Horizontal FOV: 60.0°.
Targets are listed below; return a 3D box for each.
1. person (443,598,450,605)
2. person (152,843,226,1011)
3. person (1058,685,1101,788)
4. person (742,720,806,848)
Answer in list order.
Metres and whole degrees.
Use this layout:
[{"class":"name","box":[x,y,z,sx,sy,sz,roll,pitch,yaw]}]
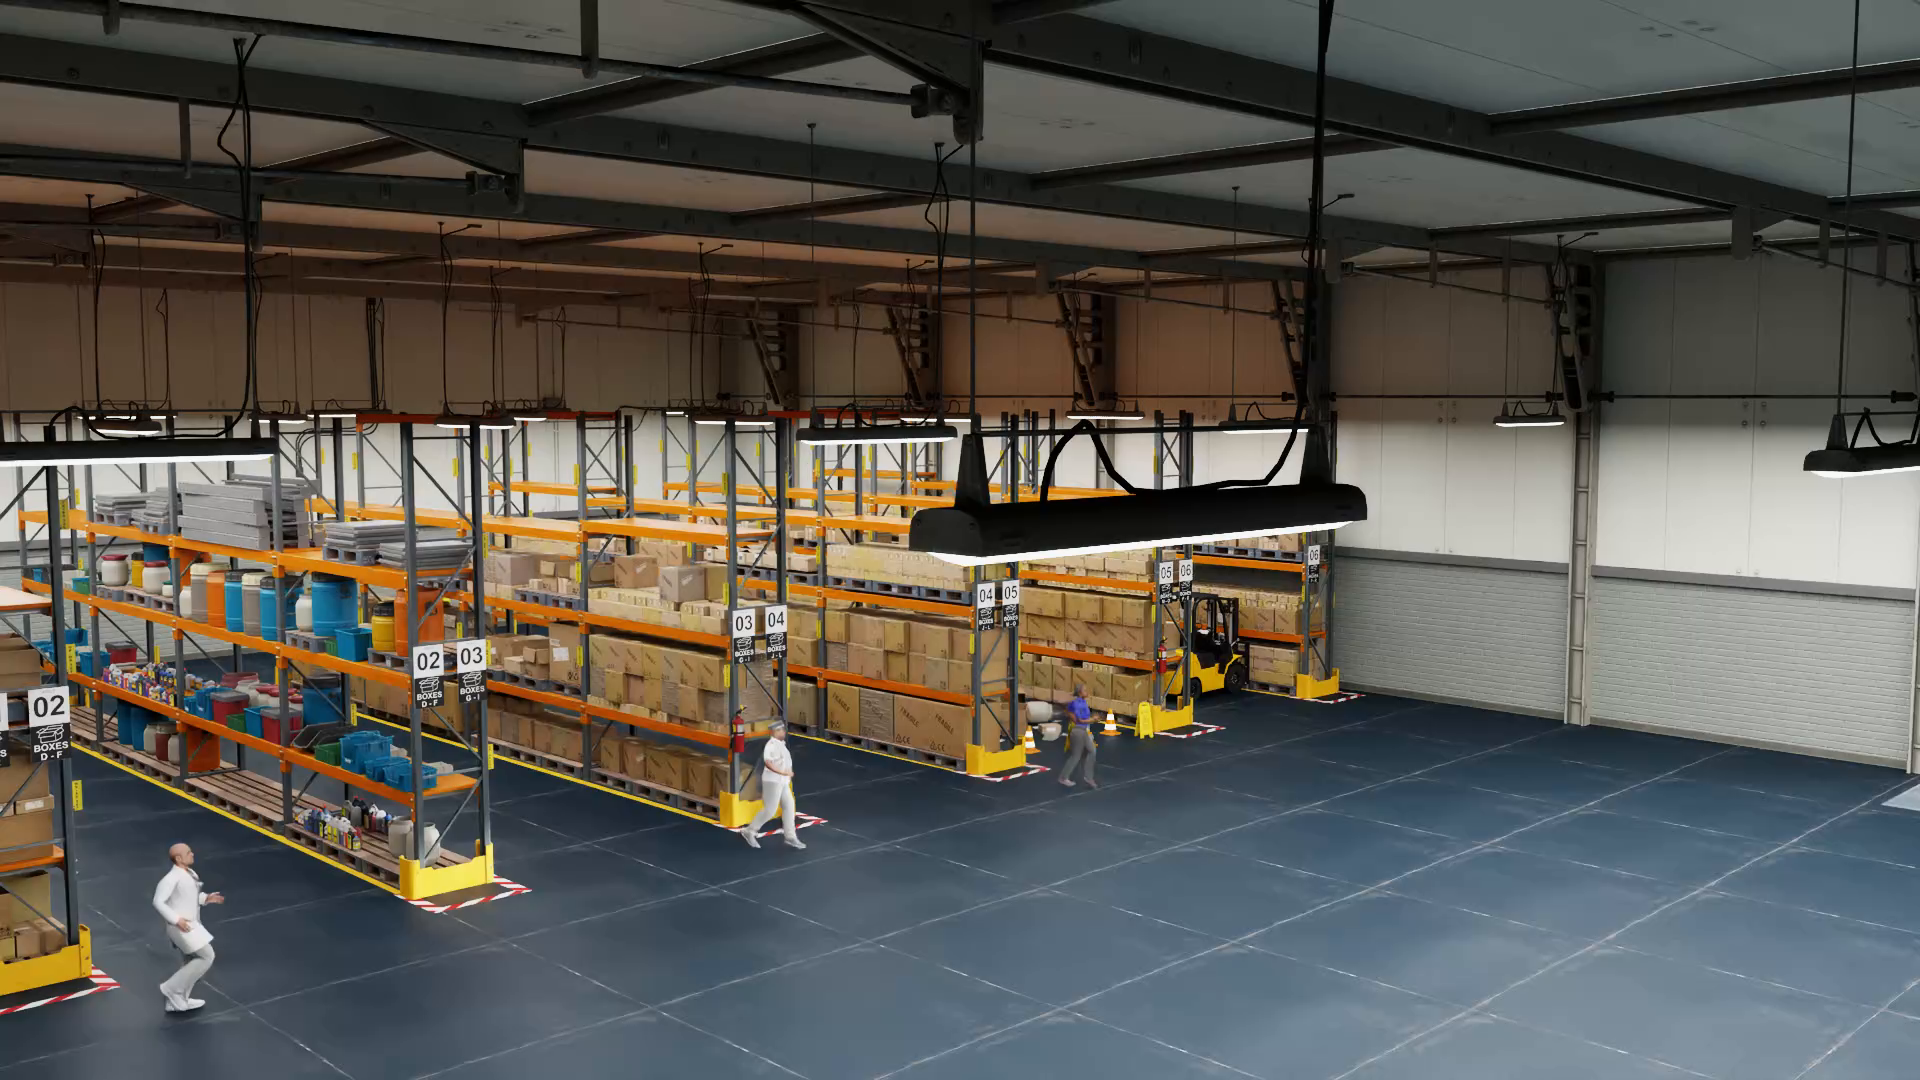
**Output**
[{"class":"person","box":[-11.884,2.150,38.239,0.712,1.707,0.609,-1,5,-11]},{"class":"person","box":[-7.907,3.974,17.111,0.621,1.737,0.719,-1,5,-16]},{"class":"person","box":[1.931,3.184,26.805,0.690,1.721,0.577,1,5,9]},{"class":"person","box":[-2.575,3.411,23.390,0.895,1.763,0.734,1,5,8]}]
